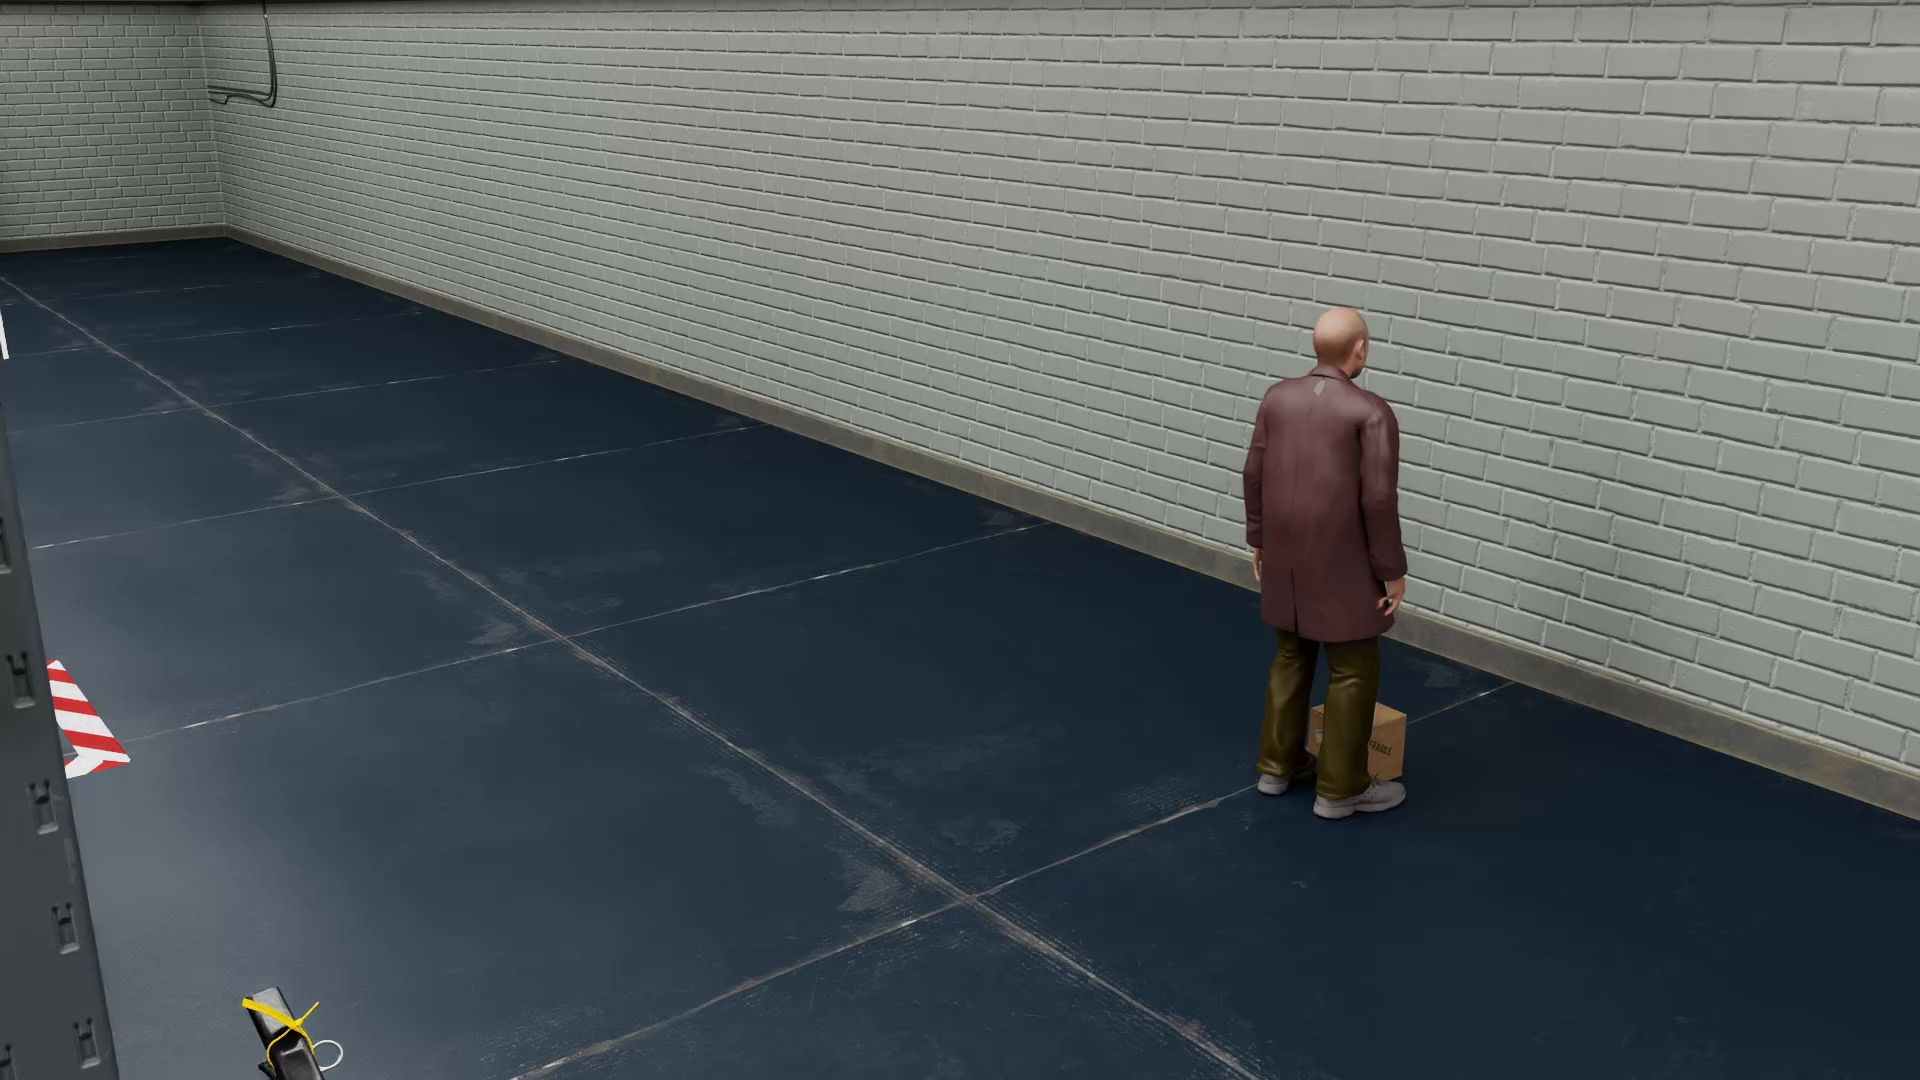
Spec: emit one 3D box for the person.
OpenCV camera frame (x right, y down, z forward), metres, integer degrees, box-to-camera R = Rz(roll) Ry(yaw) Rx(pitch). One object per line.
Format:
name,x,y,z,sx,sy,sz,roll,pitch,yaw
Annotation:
person,1.276,0.073,5.844,0.427,1.773,0.652,-15,23,-40
